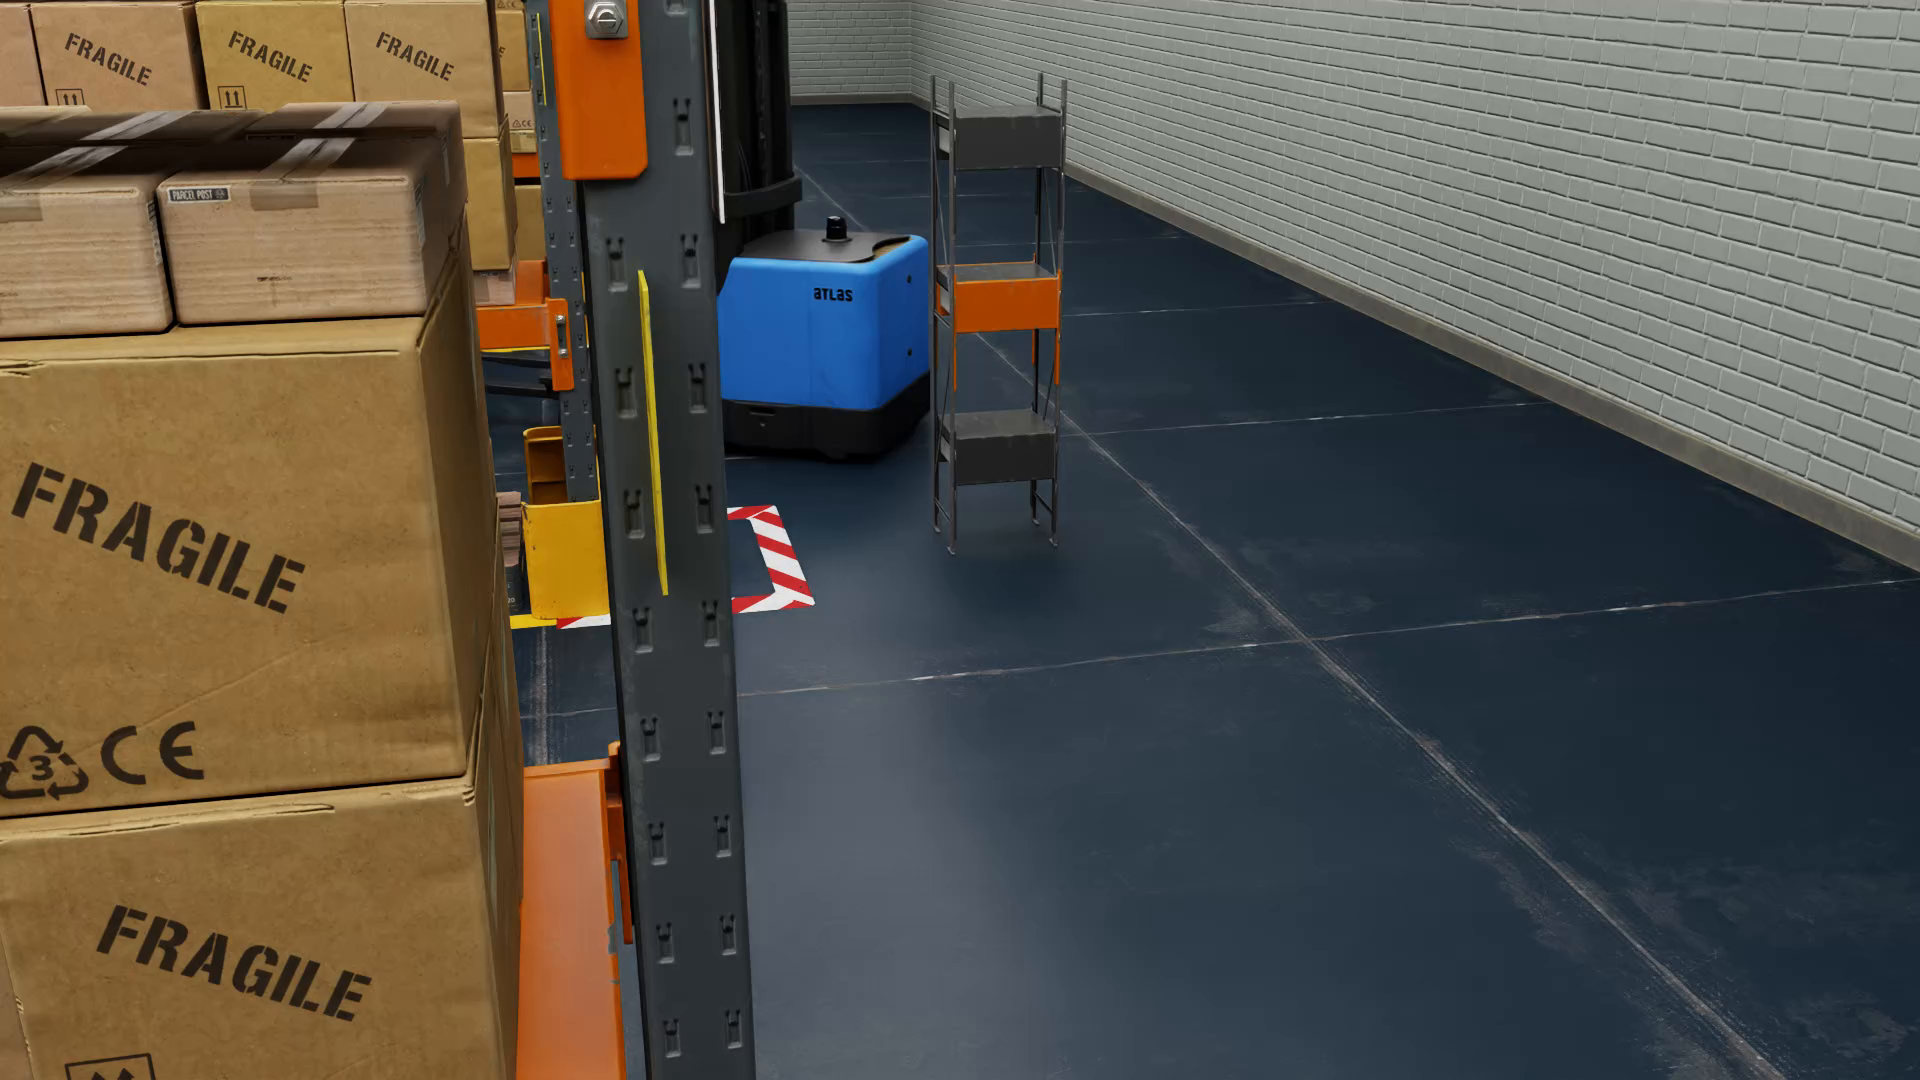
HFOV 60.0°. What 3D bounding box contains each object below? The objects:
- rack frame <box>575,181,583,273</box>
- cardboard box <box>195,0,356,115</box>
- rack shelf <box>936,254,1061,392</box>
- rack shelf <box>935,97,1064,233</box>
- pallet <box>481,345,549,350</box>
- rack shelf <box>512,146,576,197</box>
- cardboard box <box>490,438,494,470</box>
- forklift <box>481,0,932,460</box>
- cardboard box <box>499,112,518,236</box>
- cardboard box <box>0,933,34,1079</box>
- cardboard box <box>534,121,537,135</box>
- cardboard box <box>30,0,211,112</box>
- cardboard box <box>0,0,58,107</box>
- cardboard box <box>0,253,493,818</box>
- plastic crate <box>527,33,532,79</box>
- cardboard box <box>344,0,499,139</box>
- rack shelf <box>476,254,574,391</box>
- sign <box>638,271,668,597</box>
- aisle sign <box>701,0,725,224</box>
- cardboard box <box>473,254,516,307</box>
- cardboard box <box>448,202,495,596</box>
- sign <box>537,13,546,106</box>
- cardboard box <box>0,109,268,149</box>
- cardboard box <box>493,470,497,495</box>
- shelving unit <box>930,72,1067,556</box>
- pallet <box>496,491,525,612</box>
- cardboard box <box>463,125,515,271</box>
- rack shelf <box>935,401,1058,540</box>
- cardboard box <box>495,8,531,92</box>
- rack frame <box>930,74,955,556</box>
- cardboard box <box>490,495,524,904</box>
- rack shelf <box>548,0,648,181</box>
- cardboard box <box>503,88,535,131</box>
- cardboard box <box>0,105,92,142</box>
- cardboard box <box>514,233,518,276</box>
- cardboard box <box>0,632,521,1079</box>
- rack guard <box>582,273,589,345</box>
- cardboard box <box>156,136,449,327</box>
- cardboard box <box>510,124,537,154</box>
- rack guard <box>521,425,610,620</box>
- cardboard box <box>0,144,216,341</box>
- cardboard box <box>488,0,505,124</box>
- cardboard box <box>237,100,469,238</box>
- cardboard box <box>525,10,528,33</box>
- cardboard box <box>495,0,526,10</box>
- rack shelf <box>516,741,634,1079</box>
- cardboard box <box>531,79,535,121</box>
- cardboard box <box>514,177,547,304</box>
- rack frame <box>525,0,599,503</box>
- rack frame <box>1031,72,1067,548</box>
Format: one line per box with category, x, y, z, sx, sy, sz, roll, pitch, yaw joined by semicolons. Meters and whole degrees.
rack frame;-2.710;-2.954;11.519;0.127;3.000;1.000;-5;21;-12
cardboard box;-2.548;-1.783;6.289;0.500;0.500;0.500;-5;21;-14
rack shelf;0.161;-0.986;7.494;0.480;0.518;0.431;-5;21;-12
rack shelf;0.161;-1.644;7.253;0.480;0.518;0.431;-5;21;-12
pallet;-3.470;-1.556;11.754;1.213;0.211;1.003;-5;21;-12
rack shelf;-4.657;-2.458;11.211;4.000;0.370;1.077;-5;21;-12
cardboard box;-2.236;-0.329;7.453;0.250;0.149;0.380;-4;20;-10
forklift;-1.740;-2.079;9.228;3.031;2.935;1.130;6;21;16
cardboard box;-2.168;-1.530;7.052;0.500;0.500;0.500;-4;20;-10
cardboard box;-1.330;0.477;2.006;0.500;0.500;0.500;-5;21;-14
cardboard box;-3.132;-2.919;11.787;0.250;0.149;0.380;-4;21;-12
cardboard box;-3.052;-1.739;6.168;0.500;0.500;0.500;-4;20;-10
cardboard box;-3.566;-1.696;6.051;0.500;0.500;0.500;-5;21;-14
cardboard box;-0.844;-0.036;1.953;0.500;0.500;0.500;-4;20;-11
plastic crate;-4.133;-4.568;15.786;0.499;0.435;0.616;-5;21;-12
cardboard box;-2.055;-1.823;6.398;0.500;0.500;0.500;-5;21;-14
rack shelf;-3.614;-0.790;6.657;4.000;0.370;1.077;-5;21;-12
sign;-0.318;-0.109;1.725;0.005;0.325;0.100;-5;21;-12
aisle sign;-0.288;-0.760;1.749;0.004;0.787;0.394;-5;21;-12
cardboard box;-1.919;-1.048;6.679;0.250;0.149;0.380;-5;21;-12
cardboard box;-0.962;-0.211;2.431;0.500;0.500;0.500;-5;21;-14
sign;-1.559;-1.791;6.200;0.005;0.325;0.100;-5;21;-12
cardboard box;-1.078;-0.478;2.217;0.250;0.149;0.380;-4;21;-11
cardboard box;-2.251;-0.210;7.562;0.250;0.149;0.380;-4;21;-11
shelving unit;0.161;-0.999;7.489;0.503;2.100;0.431;-5;21;-12
pallet;-2.540;0.082;7.285;1.213;0.211;1.003;-5;21;-12
cardboard box;-2.045;-1.351;6.564;0.500;0.500;0.500;-4;21;-11
rack shelf;0.161;-0.329;7.735;0.480;0.518;0.431;-5;21;-12
cardboard box;-3.124;-3.249;11.019;0.500;0.500;0.500;-4;21;-12
rack frame;-0.076;-0.980;7.436;0.015;2.100;0.400;-5;21;-12
cardboard box;-0.963;0.258;2.605;0.500;0.500;0.500;-5;21;-13
rack shelf;-2.376;-0.550;1.639;4.000;0.370;1.077;-5;21;-12
cardboard box;-3.121;-2.897;11.147;0.500;0.250;0.500;-5;21;-13
cardboard box;-1.357;-0.496;2.266;0.250;0.149;0.380;-4;20;-11
cardboard box;-2.058;-1.252;7.238;0.250;0.149;0.380;-5;21;-13
cardboard box;-0.838;0.443;2.100;0.500;0.500;0.500;-5;21;-12
rack guard;-2.687;-1.783;11.954;0.348;0.500;1.175;-5;21;-12
cardboard box;-0.733;-0.363;1.902;0.250;0.149;0.380;-4;21;-12
cardboard box;-2.981;-2.698;11.184;0.250;0.149;0.380;-4;21;-11
rack guard;-1.741;-0.106;7.378;0.348;0.500;1.175;-5;21;-12
cardboard box;-0.975;-0.335;1.825;0.250;0.149;0.380;-4;21;-11
cardboard box;-2.165;-1.996;6.870;0.500;0.500;0.500;-5;21;-13
cardboard box;-0.839;-0.523;2.339;0.250;0.149;0.380;-4;21;-11
cardboard box;-5.359;-6.191;20.209;0.500;0.500;0.500;-4;20;-11
cardboard box;-5.356;-6.660;20.036;0.500;0.500;0.500;-5;21;-13
rack shelf;-2.376;0.859;2.155;4.000;0.370;1.077;-5;21;-12
cardboard box;-3.239;-3.076;11.637;0.500;0.250;0.500;-5;21;-14
cardboard box;-3.315;-2.077;11.601;0.875;0.875;0.875;-5;21;-12
rack frame;-1.667;-1.286;6.965;0.127;3.000;1.000;-5;21;-12
rack frame;0.399;-1.018;7.542;0.015;2.100;0.400;-5;21;-12
